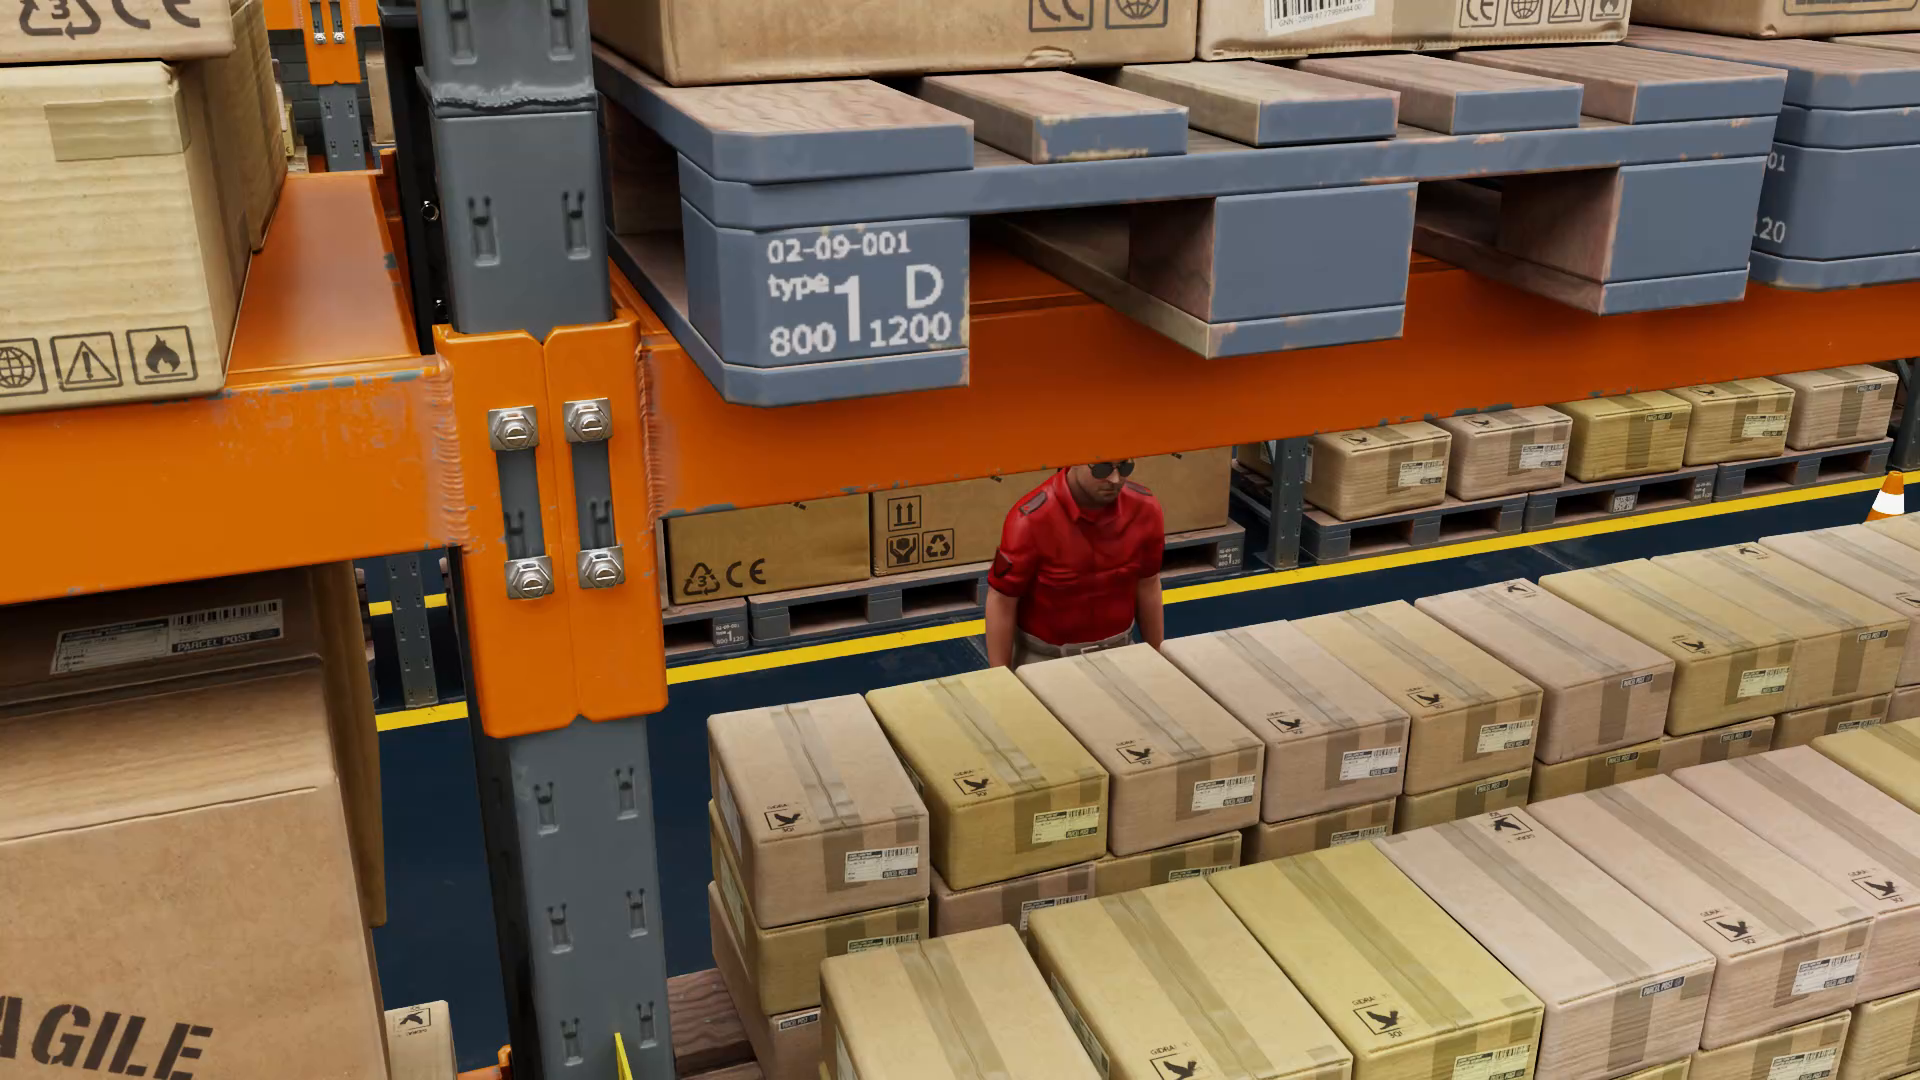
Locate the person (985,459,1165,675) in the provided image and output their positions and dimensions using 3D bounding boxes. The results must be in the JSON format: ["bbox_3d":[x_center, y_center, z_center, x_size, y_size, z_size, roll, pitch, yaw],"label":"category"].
[{"bbox_3d":[0.362,0.422,5.085,0.585,1.727,0.390,-8,24,-19],"label":"person"}]
